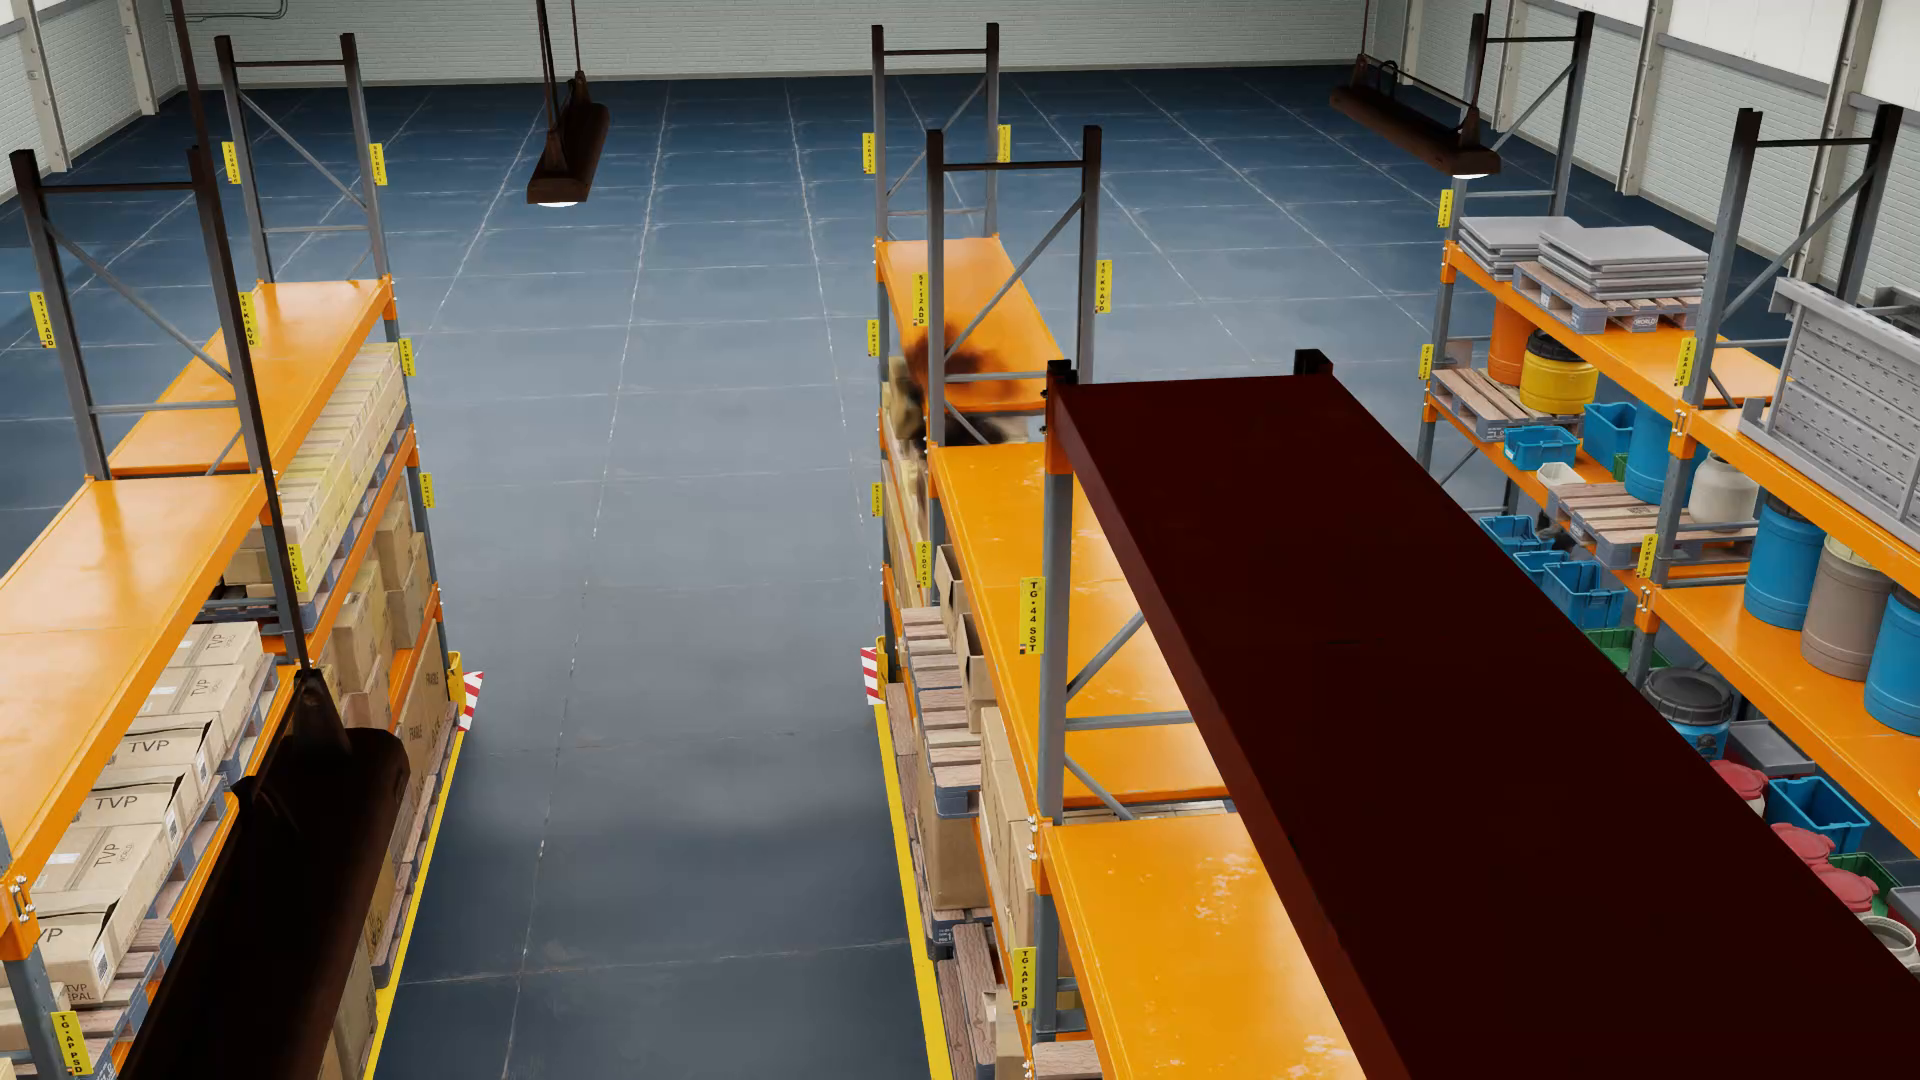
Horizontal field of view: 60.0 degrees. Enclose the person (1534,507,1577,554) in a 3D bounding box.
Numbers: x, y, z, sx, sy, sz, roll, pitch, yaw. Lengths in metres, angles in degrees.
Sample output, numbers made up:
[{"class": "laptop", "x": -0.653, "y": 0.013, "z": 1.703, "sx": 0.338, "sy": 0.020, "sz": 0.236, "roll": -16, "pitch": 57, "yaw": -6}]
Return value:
[{"class": "person", "x": 5.912, "y": 0.048, "z": 16.456, "sx": 0.580, "sy": 1.677, "sz": 0.646, "roll": 22, "pitch": 33, "yaw": 38}]
